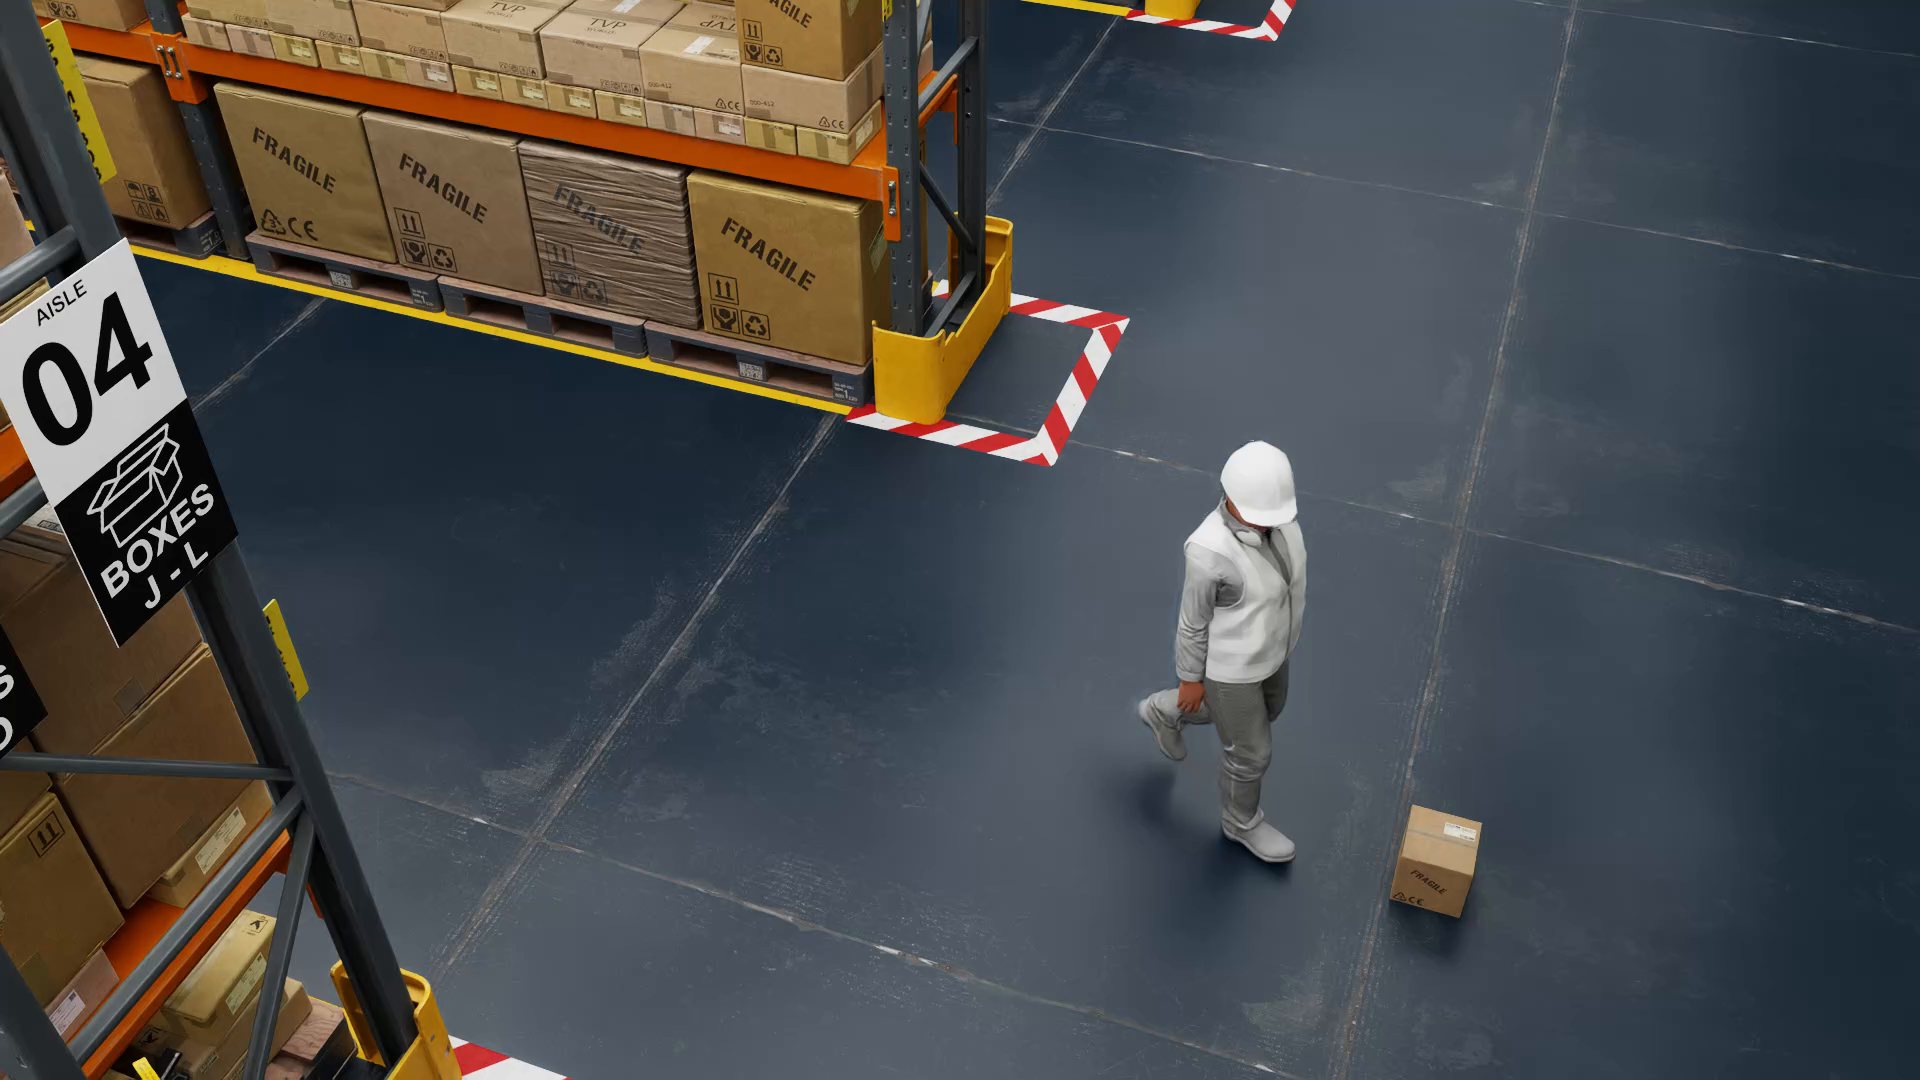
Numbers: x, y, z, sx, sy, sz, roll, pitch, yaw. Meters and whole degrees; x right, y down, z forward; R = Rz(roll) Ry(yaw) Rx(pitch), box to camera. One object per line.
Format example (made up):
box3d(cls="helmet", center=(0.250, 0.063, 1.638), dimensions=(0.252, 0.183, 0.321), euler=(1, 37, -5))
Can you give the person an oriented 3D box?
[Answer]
box3d(cls="person", center=(0.951, 0.352, 5.728), dimensions=(0.761, 1.759, 0.568), euler=(25, 47, 26))
